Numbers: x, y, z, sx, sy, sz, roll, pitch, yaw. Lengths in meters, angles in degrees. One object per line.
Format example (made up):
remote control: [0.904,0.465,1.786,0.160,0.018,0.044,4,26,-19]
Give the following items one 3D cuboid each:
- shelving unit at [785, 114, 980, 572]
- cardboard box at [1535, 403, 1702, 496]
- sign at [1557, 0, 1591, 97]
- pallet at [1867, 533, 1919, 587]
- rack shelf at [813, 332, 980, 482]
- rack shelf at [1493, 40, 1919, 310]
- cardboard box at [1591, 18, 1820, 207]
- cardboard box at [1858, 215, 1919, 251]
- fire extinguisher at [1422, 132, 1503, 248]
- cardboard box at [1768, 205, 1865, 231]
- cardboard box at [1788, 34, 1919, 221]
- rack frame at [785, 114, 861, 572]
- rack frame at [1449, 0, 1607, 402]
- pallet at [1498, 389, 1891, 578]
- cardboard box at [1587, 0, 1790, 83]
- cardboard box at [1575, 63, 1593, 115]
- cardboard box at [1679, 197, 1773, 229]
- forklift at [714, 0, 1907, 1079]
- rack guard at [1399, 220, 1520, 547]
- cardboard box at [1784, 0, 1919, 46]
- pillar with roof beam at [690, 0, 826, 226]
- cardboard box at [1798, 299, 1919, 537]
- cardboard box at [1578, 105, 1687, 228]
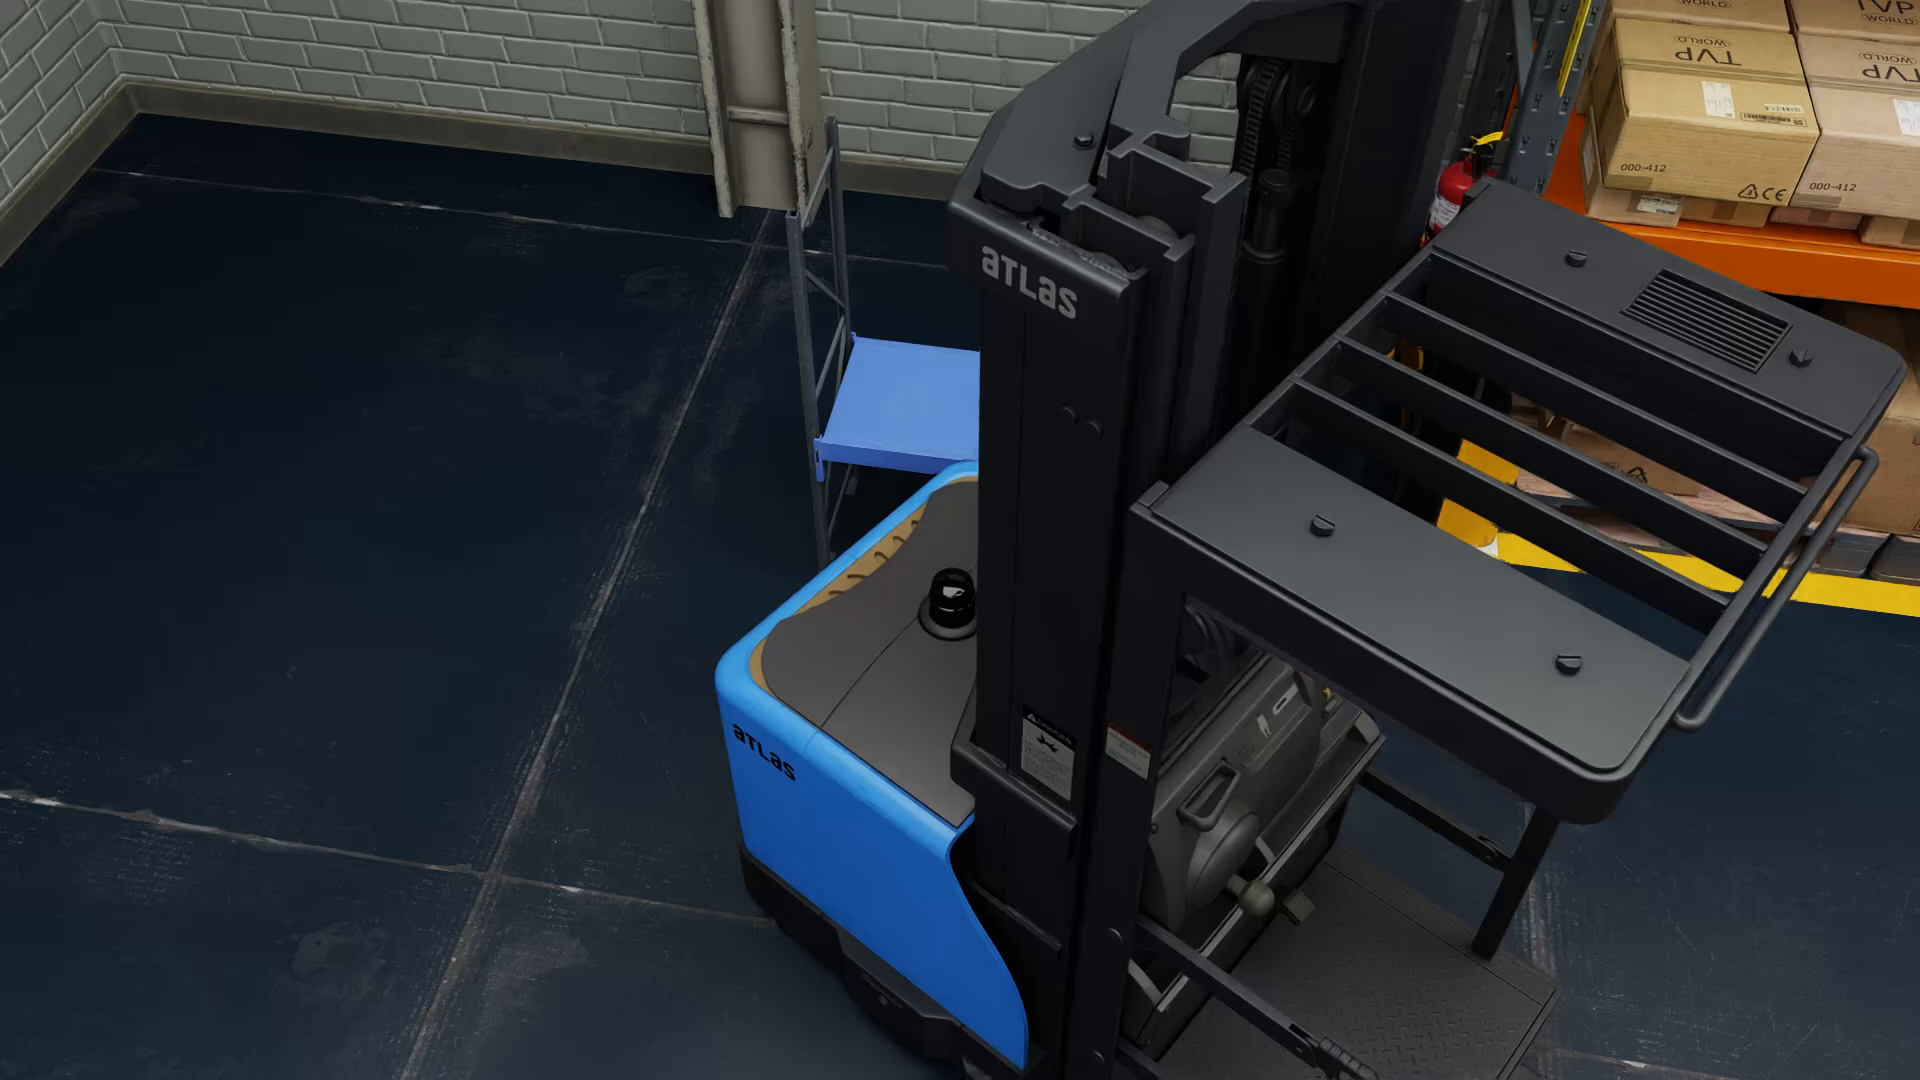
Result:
shelving unit: [0.084,-0.490,5.182,1.048,1.500,0.538,8,49,7]
cardboard box: [2.289,-0.586,5.656,0.637,0.503,0.797,6,48,5]
sign: [1.607,-1.322,4.339,0.005,0.325,0.100,8,49,7]
pallet: [3.760,-0.220,5.806,1.213,0.211,1.003,8,49,7]
rack shelf: [0.084,-0.370,5.316,1.000,0.185,0.538,8,49,7]
rack shelf: [3.672,-0.925,5.048,4.000,0.370,1.077,8,49,7]
cardboard box: [2.102,-1.222,4.732,0.500,0.250,0.500,8,49,7]
cardboard box: [2.739,-1.014,4.814,0.250,0.149,0.380,9,49,8]
fire extinguisher: [1.477,-0.961,4.899,0.183,0.674,0.296,8,49,7]
cardboard box: [2.502,-1.093,4.884,0.250,0.149,0.380,7,48,6]
cardboard box: [2.598,-1.156,4.673,0.500,0.250,0.500,8,49,7]
rack frame: [-0.416,-0.557,5.242,0.032,1.500,0.500,8,49,7]
rack frame: [1.704,-1.430,5.018,0.127,3.000,1.000,8,49,7]
pallet: [2.563,-0.383,5.953,1.213,0.211,1.003,8,49,7]
cardboard box: [2.203,-1.613,5.083,0.500,0.250,0.500,9,49,8]
cardboard box: [2.077,-1.499,5.249,0.250,0.149,0.380,7,48,6]
cardboard box: [2.237,-1.102,4.892,0.250,0.149,0.380,9,49,8]
forklift: [0.833,0.479,3.349,3.031,2.935,1.130,32,56,26]
rack guard: [1.778,-0.584,5.939,0.348,0.500,1.175,8,49,7]
cardboard box: [2.711,-1.544,5.021,0.500,0.250,0.500,8,49,7]
pillar with roof beam: [-1.555,-1.300,0.869,0.400,9.000,9.100,8,49,7]
cardboard box: [3.123,-0.443,5.530,0.500,0.500,0.700,9,49,8]
cardboard box: [1.978,-1.102,4.892,0.250,0.149,0.380,7,48,7]
